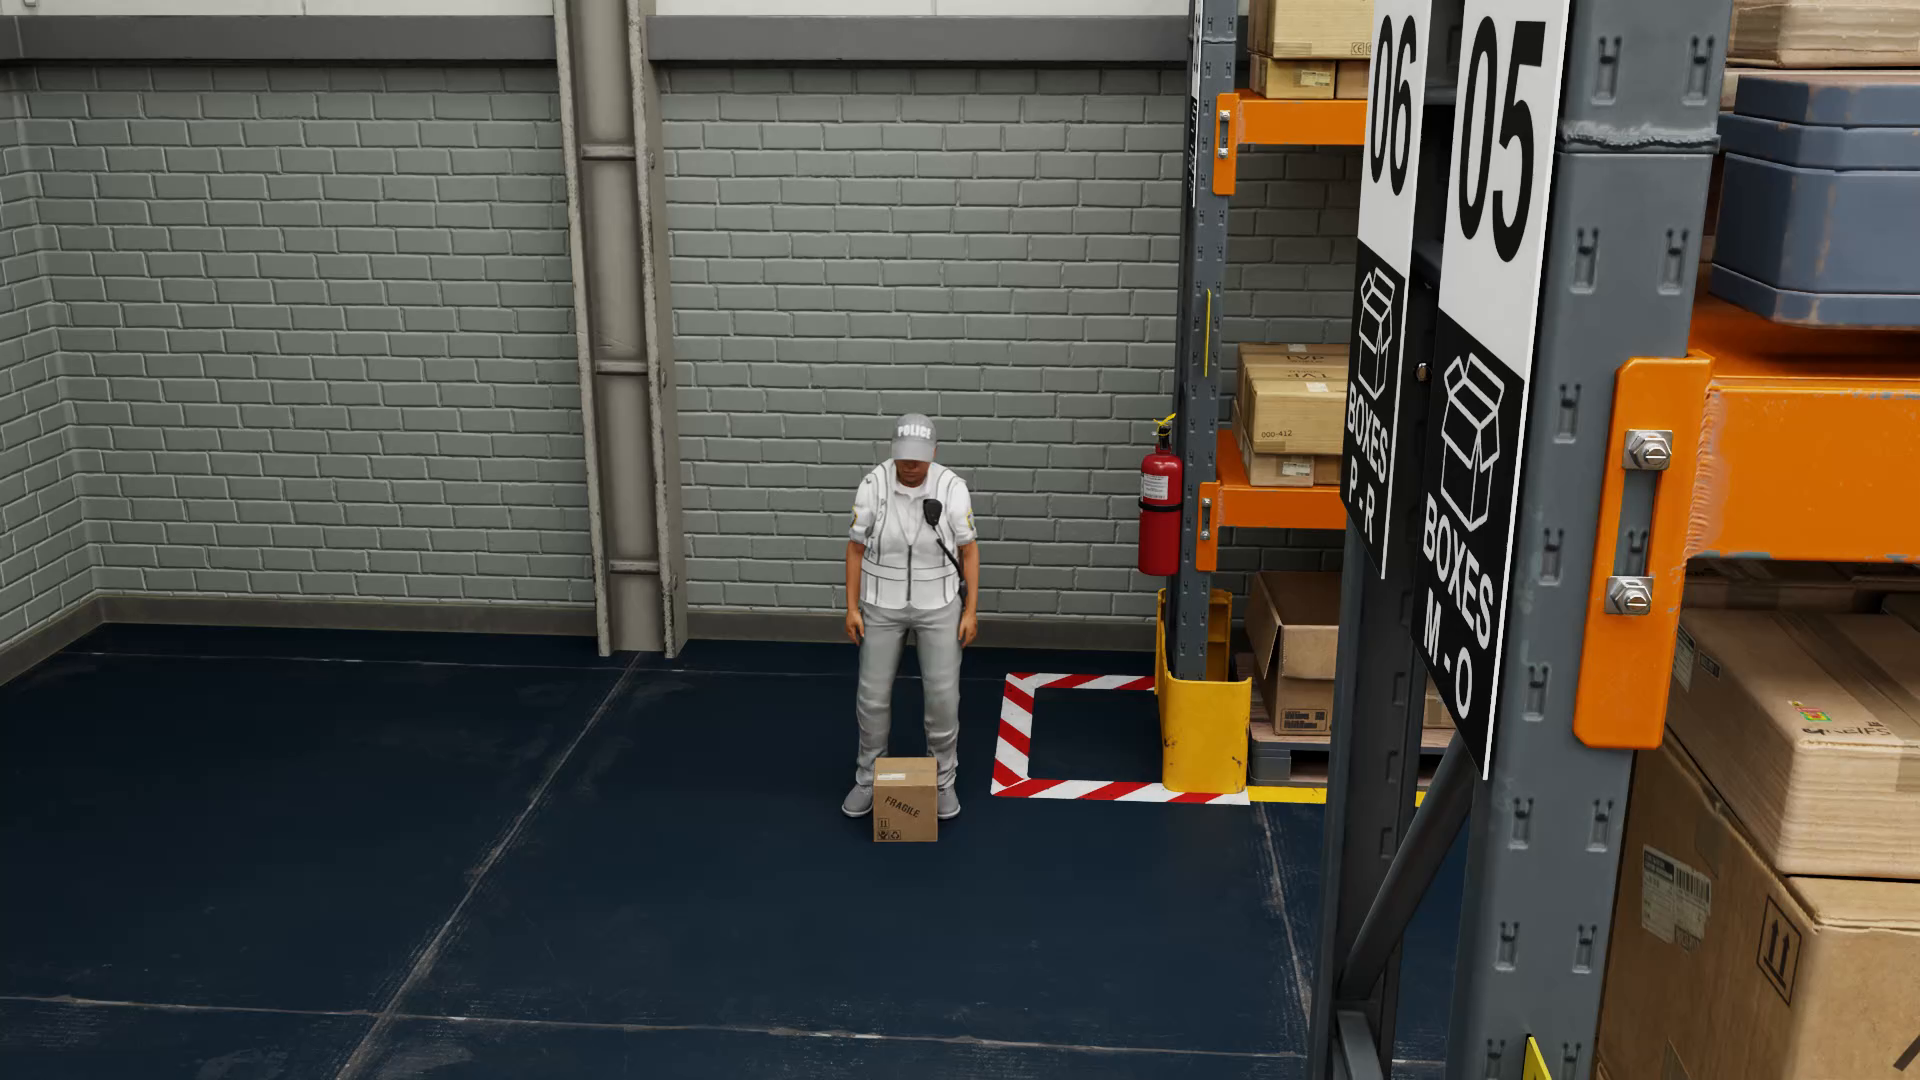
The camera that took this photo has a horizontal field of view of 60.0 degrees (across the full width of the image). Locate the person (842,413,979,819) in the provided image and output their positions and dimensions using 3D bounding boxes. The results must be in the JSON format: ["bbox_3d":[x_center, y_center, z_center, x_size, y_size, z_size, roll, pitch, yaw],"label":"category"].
[{"bbox_3d":[-0.202,0.294,6.615,0.553,1.666,0.471,1,18,3],"label":"person"}]
